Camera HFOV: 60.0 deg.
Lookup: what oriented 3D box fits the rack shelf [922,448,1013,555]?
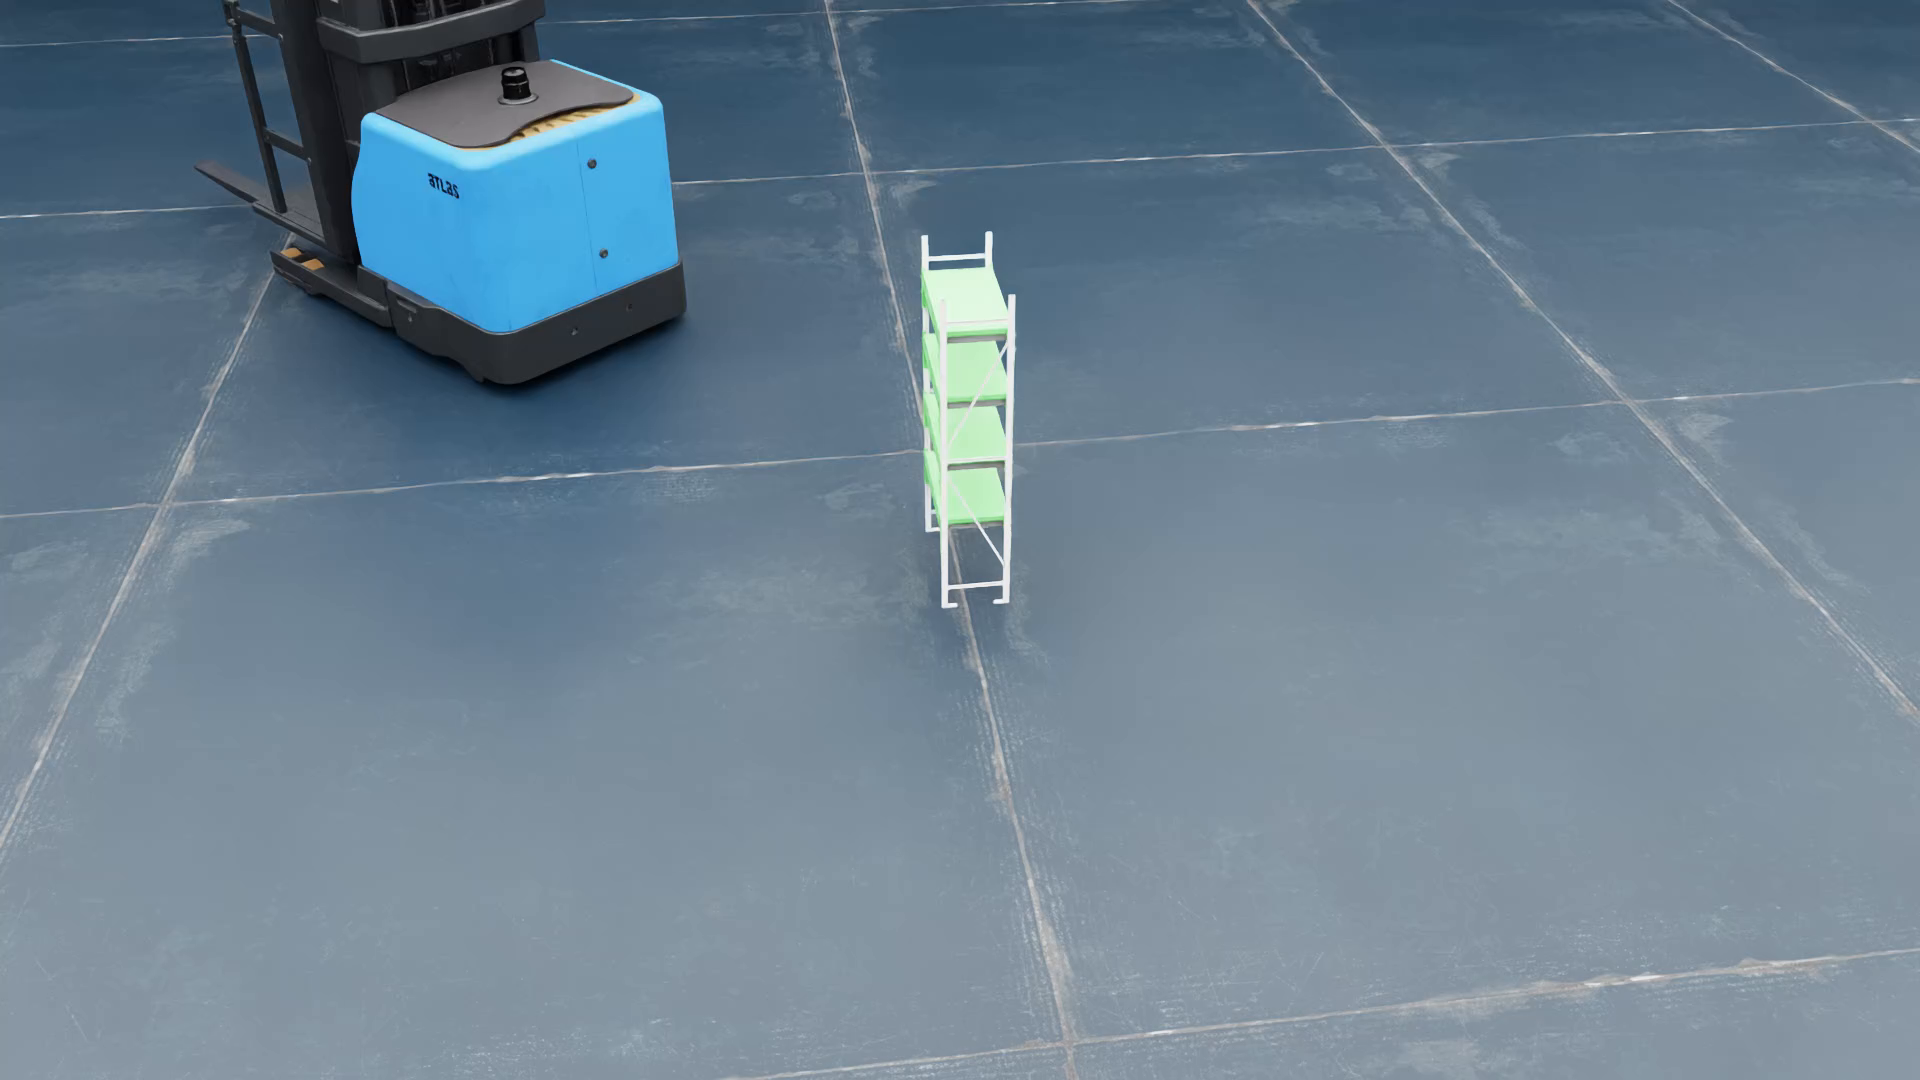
[{"bbox_3d":[0.022,-0.152,5.948,0.258,0.148,0.480,-4,35,-6],"label":"rack shelf"}]

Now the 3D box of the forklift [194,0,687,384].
[{"bbox_3d":[-2.696,-2.581,7.434,3.031,2.935,1.130,27,43,34],"label":"forklift"}]

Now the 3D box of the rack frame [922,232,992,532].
[{"bbox_3d":[-0.011,-0.540,5.976,0.240,1.200,0.015,-4,35,-6],"label":"rack frame"}]

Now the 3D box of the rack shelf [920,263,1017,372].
[{"bbox_3d":[0.022,-0.747,5.542,0.258,0.148,0.480,-4,35,-6],"label":"rack shelf"}]

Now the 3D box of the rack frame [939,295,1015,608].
[{"bbox_3d":[0.055,-0.267,5.577,0.240,1.200,0.015,-4,35,-6],"label":"rack frame"}]

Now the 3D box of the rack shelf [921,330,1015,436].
[{"bbox_3d":[0.022,-0.549,5.677,0.258,0.148,0.480,-4,35,-6],"label":"rack shelf"}]

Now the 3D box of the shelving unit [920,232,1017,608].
[{"bbox_3d":[0.022,-0.403,5.777,0.258,1.200,0.503,-4,35,-6],"label":"shelving unit"}]

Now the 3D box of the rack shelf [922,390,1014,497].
[{"bbox_3d":[0.022,-0.351,5.813,0.258,0.148,0.480,-4,35,-6],"label":"rack shelf"}]
